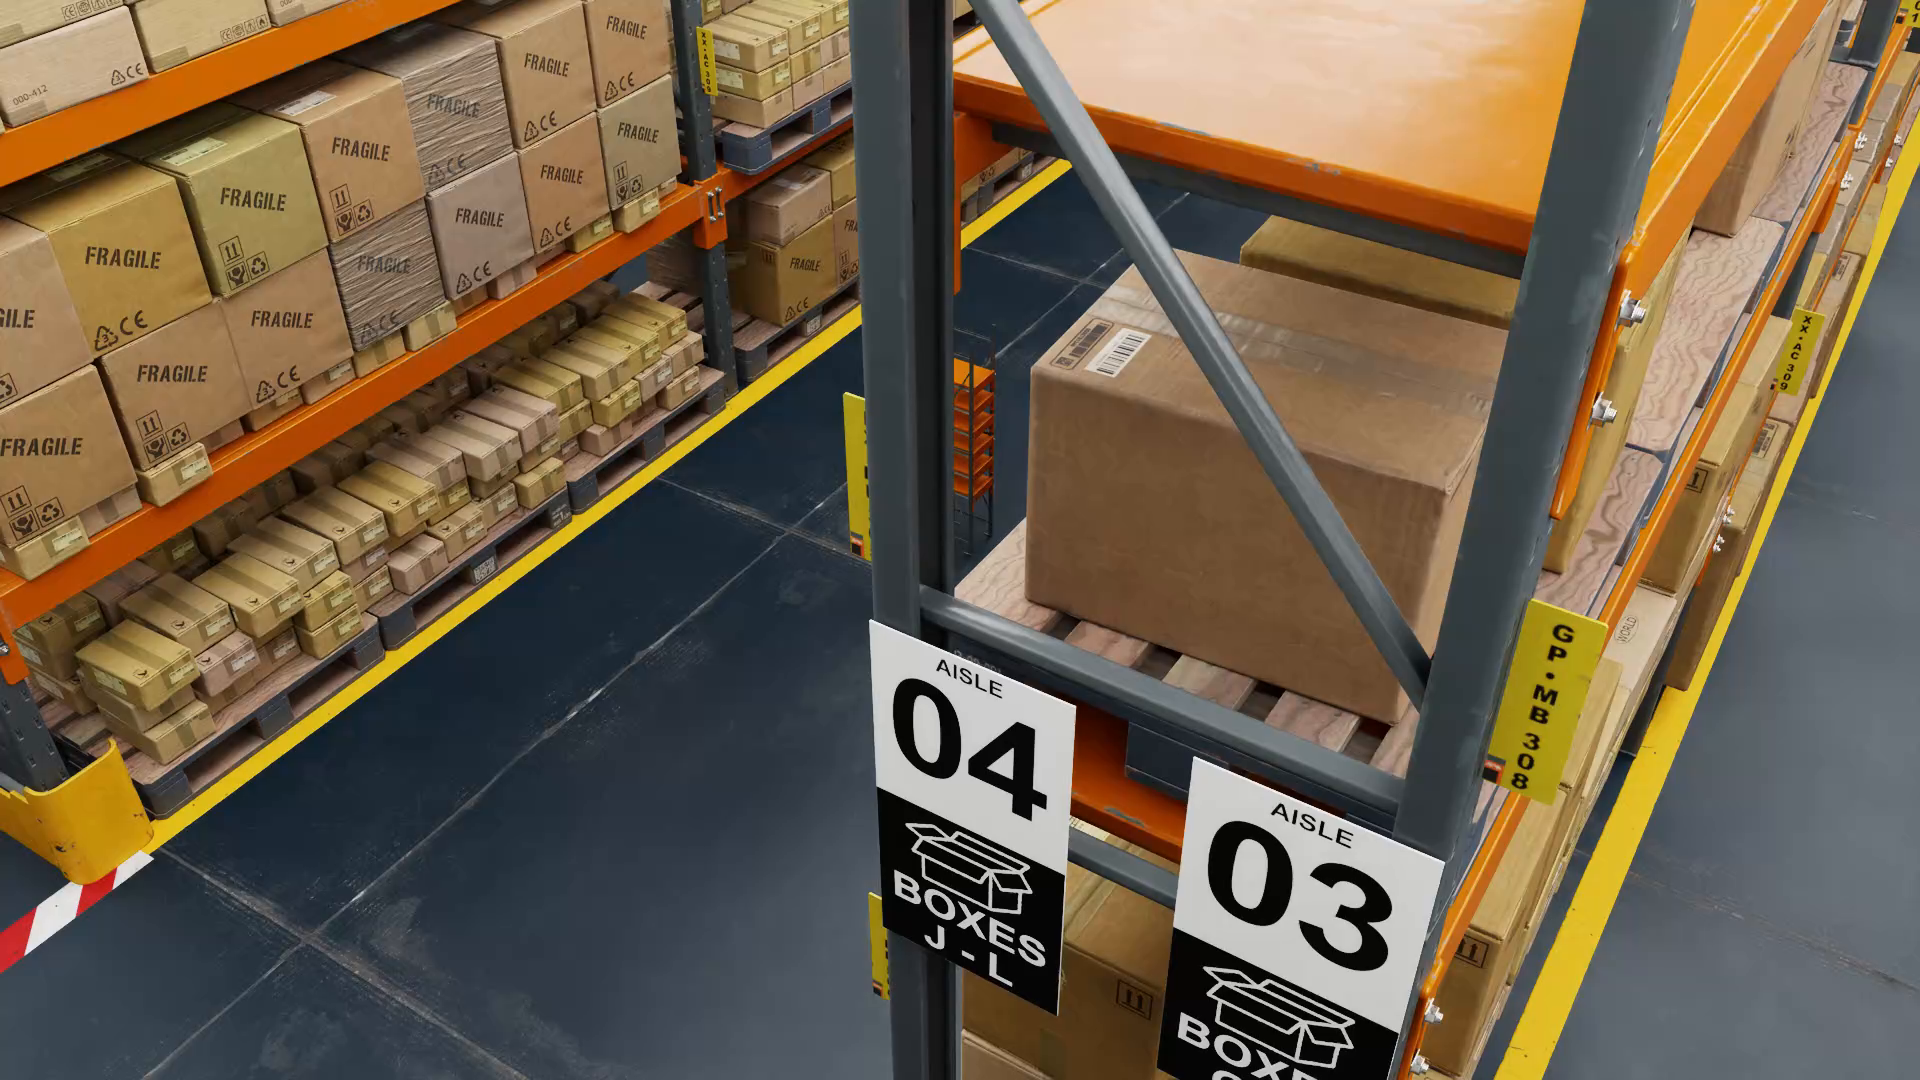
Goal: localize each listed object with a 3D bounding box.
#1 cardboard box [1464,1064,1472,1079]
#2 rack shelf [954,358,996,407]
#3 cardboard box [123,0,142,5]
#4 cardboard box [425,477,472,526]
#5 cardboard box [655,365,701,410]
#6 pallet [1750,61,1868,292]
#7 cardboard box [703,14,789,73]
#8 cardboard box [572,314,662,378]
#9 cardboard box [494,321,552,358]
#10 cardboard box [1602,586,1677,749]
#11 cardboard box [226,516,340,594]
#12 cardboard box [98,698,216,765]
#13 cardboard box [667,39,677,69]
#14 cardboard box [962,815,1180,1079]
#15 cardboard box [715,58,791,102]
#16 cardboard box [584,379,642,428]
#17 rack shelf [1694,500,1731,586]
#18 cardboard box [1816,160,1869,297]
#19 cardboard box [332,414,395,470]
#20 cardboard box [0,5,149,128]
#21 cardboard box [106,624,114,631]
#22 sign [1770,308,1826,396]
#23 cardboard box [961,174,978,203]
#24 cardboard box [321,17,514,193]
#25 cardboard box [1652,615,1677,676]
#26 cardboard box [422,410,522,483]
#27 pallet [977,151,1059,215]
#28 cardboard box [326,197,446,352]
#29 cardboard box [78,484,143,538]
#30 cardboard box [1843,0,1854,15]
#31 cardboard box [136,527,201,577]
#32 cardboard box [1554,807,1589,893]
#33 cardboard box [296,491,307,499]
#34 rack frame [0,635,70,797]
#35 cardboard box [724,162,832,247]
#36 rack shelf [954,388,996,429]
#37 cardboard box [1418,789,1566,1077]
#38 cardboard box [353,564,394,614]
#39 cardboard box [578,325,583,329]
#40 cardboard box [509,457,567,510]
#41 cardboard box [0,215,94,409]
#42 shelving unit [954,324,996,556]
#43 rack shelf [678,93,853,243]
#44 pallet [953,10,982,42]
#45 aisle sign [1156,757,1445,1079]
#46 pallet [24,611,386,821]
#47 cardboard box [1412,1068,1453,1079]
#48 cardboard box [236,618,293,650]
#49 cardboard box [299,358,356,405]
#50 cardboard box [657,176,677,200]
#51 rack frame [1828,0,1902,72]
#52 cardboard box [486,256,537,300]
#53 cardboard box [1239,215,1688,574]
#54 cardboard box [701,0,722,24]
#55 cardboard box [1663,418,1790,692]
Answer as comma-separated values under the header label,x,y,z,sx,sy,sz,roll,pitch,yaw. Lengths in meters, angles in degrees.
label,x,y,z,sx,sy,sz,roll,pitch,yaw
cardboard box,1.049,1.361,4.173,0.380,0.149,0.250,20,42,24
rack shelf,0.008,-0.733,7.640,0.258,0.103,0.180,21,42,25
cardboard box,-2.812,-2.067,5.671,0.500,0.250,0.500,22,43,26
cardboard box,-2.524,-0.246,7.800,0.380,0.149,0.250,23,43,27
cardboard box,-1.606,-0.859,8.838,0.380,0.149,0.250,22,43,26
pallet,2.003,-1.195,4.899,1.003,0.211,1.213,21,42,25
cardboard box,-1.084,-2.491,8.338,0.380,0.149,0.250,23,43,27
cardboard box,-1.758,-0.995,8.527,0.380,0.149,0.250,22,43,26
cardboard box,-2.335,-1.029,8.572,0.380,0.149,0.250,21,42,25
cardboard box,1.887,0.325,5.190,0.500,0.250,0.500,22,43,26
cardboard box,-2.907,0.070,7.145,0.380,0.149,0.250,19,42,23
cardboard box,-3.276,0.724,6.785,0.380,0.149,0.250,22,43,26
cardboard box,-1.637,-2.590,8.710,0.380,0.149,0.250,23,43,26
cardboard box,0.347,0.909,3.819,0.500,0.500,0.500,22,43,26
cardboard box,-1.084,-2.373,8.429,0.380,0.149,0.250,22,43,26
cardboard box,-1.847,-0.737,8.436,0.380,0.149,0.250,20,42,24
rack shelf,1.379,0.855,5.213,1.077,0.370,4.000,21,42,25
cardboard box,3.717,-1.441,7.520,0.500,0.500,0.500,22,43,26
cardboard box,-2.902,-0.501,7.887,0.380,0.149,0.250,21,42,25
cardboard box,-3.084,-1.620,5.500,0.500,0.250,0.500,23,43,26
cardboard box,-3.599,0.289,7.105,0.380,0.149,0.250,20,42,24
sign,2.920,-0.654,5.808,0.100,0.325,0.005,21,42,25
cardboard box,-0.223,-2.405,10.556,0.500,0.500,0.500,19,42,23
cardboard box,-2.266,-1.831,6.963,0.500,0.500,0.500,22,43,26
cardboard box,2.150,0.300,5.549,0.380,0.149,0.250,22,43,26
cardboard box,-2.291,-0.443,7.812,0.380,0.149,0.250,20,42,24
pallet,0.040,-2.691,11.507,1.003,0.211,1.213,21,42,25
cardboard box,-2.546,-1.169,6.924,0.500,0.500,0.500,20,42,24
cardboard box,-3.275,-0.178,6.170,0.380,0.149,0.250,23,43,27
cardboard box,2.753,-2.157,5.648,0.700,0.500,0.500,22,43,26
cardboard box,-3.542,0.012,7.221,0.380,0.149,0.250,20,42,24
cardboard box,1.599,0.832,4.859,0.380,0.149,0.250,20,42,24
cardboard box,-3.088,-0.260,7.817,0.380,0.149,0.250,23,43,27
rack frame,-3.826,-0.073,5.828,1.000,3.000,0.127,21,42,25
cardboard box,-1.065,-1.903,9.291,0.500,0.250,0.500,19,42,23
rack shelf,0.008,-0.638,7.713,0.258,0.103,0.180,21,42,25
cardboard box,1.060,0.829,3.923,0.500,0.500,0.500,20,42,24
cardboard box,-2.792,0.173,7.499,0.380,0.149,0.250,21,42,25
cardboard box,-2.148,-1.208,9.048,0.380,0.149,0.250,23,43,27
cardboard box,-2.160,-0.326,8.146,0.380,0.149,0.250,21,42,25
cardboard box,-3.362,-0.771,5.589,0.500,0.500,0.500,21,42,25
shelving unit,0.008,-0.483,7.833,0.258,1.200,0.189,21,42,25
rack shelf,-0.612,-2.882,10.060,1.077,0.370,4.000,21,42,25
pallet,-0.566,-3.088,9.895,1.003,0.211,1.213,21,42,25
aisle sign,0.522,0.707,2.687,0.394,0.787,0.004,21,42,25
pallet,-3.321,0.585,7.258,1.003,0.211,1.213,21,42,25
cardboard box,0.793,1.384,3.817,0.500,0.250,0.500,20,42,24
cardboard box,-3.078,0.308,7.081,0.380,0.149,0.250,22,43,26
cardboard box,-2.740,-0.728,6.883,0.380,0.149,0.250,20,42,24
cardboard box,-1.639,-1.812,8.289,0.380,0.149,0.250,21,42,25
rack frame,2.450,-2.837,4.499,1.000,3.000,0.127,21,42,25
cardboard box,-2.158,-1.251,7.561,0.380,0.149,0.250,19,42,23
cardboard box,0.944,-0.369,3.246,0.700,0.500,0.500,20,42,24
cardboard box,-1.490,-2.848,8.801,0.380,0.149,0.250,20,42,24
cardboard box,2.776,-0.122,7.288,1.225,0.875,0.875,21,42,25
